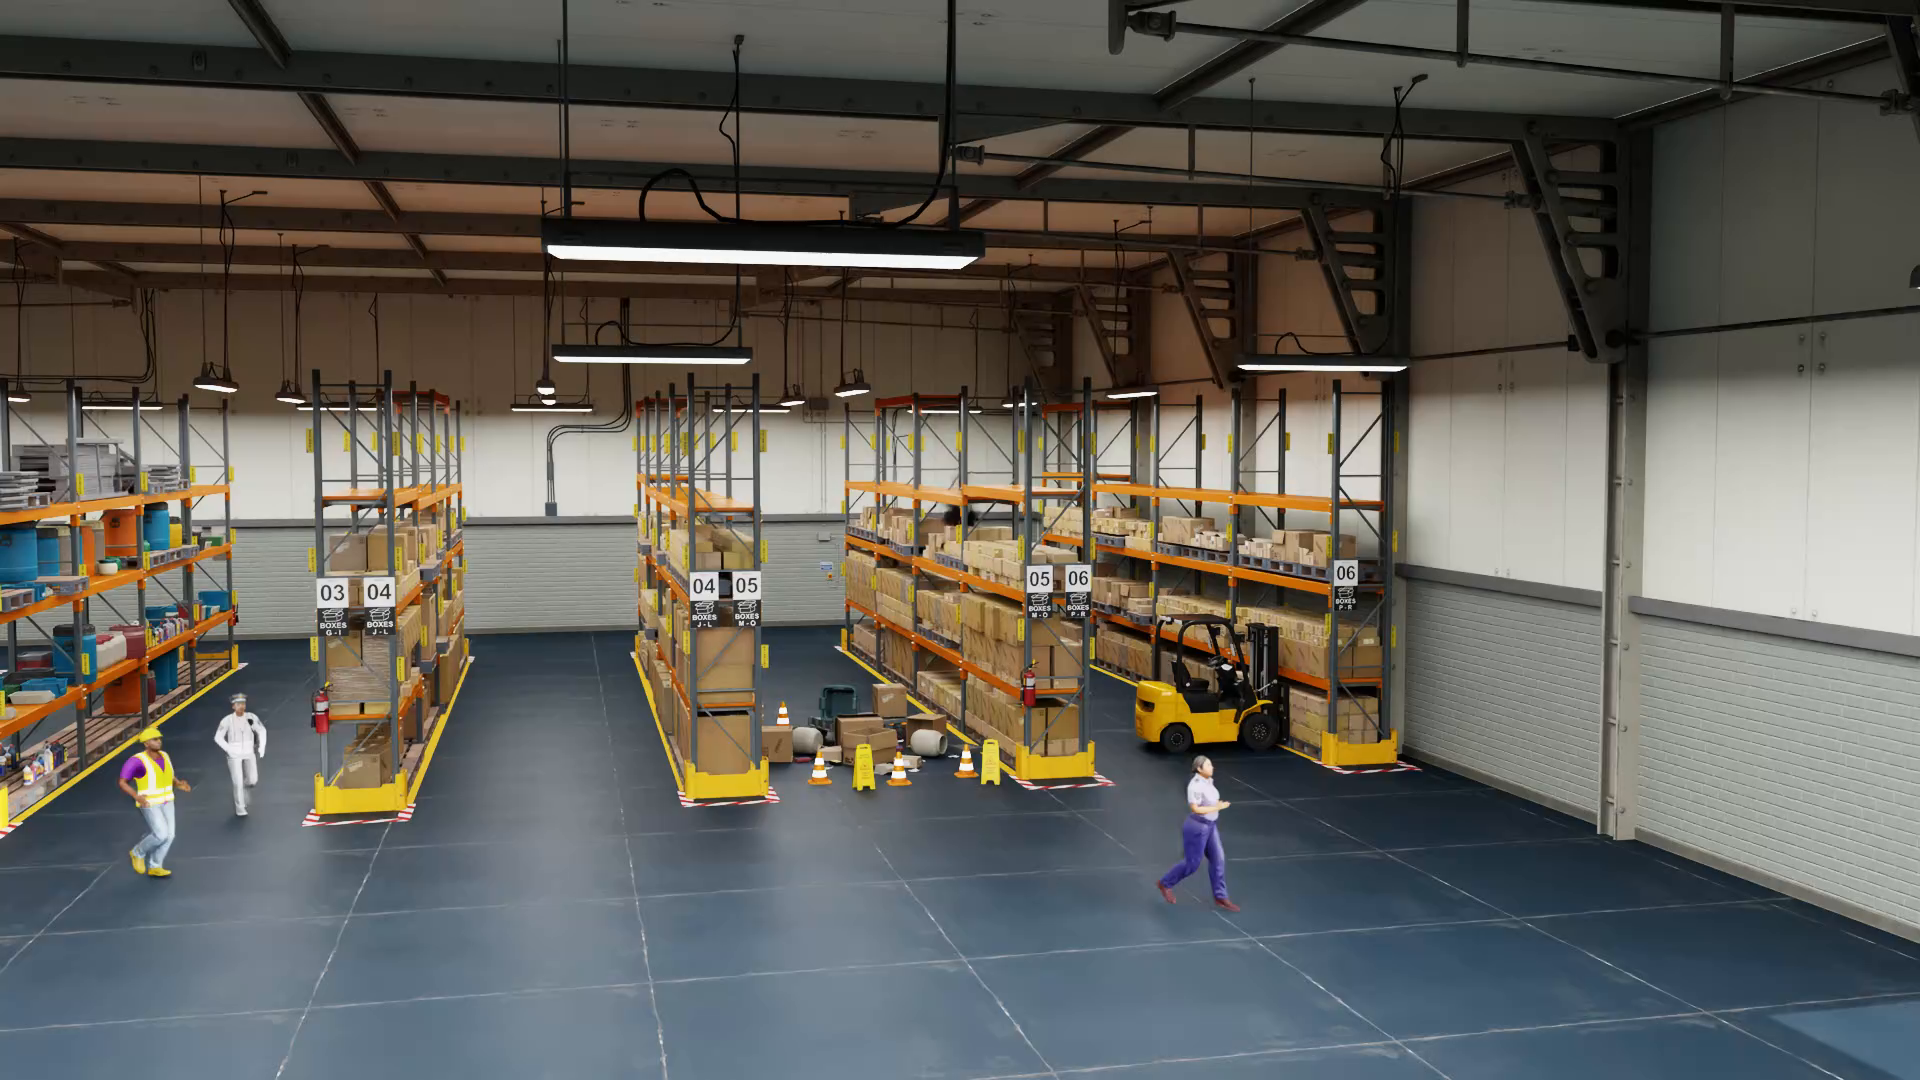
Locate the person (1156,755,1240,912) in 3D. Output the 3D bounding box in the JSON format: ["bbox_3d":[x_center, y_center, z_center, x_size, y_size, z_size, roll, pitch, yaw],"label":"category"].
[{"bbox_3d":[2.561,3.128,17.851,0.903,1.654,0.632,2,4,28],"label":"person"}]

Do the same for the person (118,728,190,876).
[{"bbox_3d":[-9.269,3.028,19.190,0.594,1.719,0.695,1,3,19],"label":"person"}]

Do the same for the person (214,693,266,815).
[{"bbox_3d":[-9.693,2.876,22.437,0.668,1.644,0.580,-2,4,-35],"label":"person"}]
